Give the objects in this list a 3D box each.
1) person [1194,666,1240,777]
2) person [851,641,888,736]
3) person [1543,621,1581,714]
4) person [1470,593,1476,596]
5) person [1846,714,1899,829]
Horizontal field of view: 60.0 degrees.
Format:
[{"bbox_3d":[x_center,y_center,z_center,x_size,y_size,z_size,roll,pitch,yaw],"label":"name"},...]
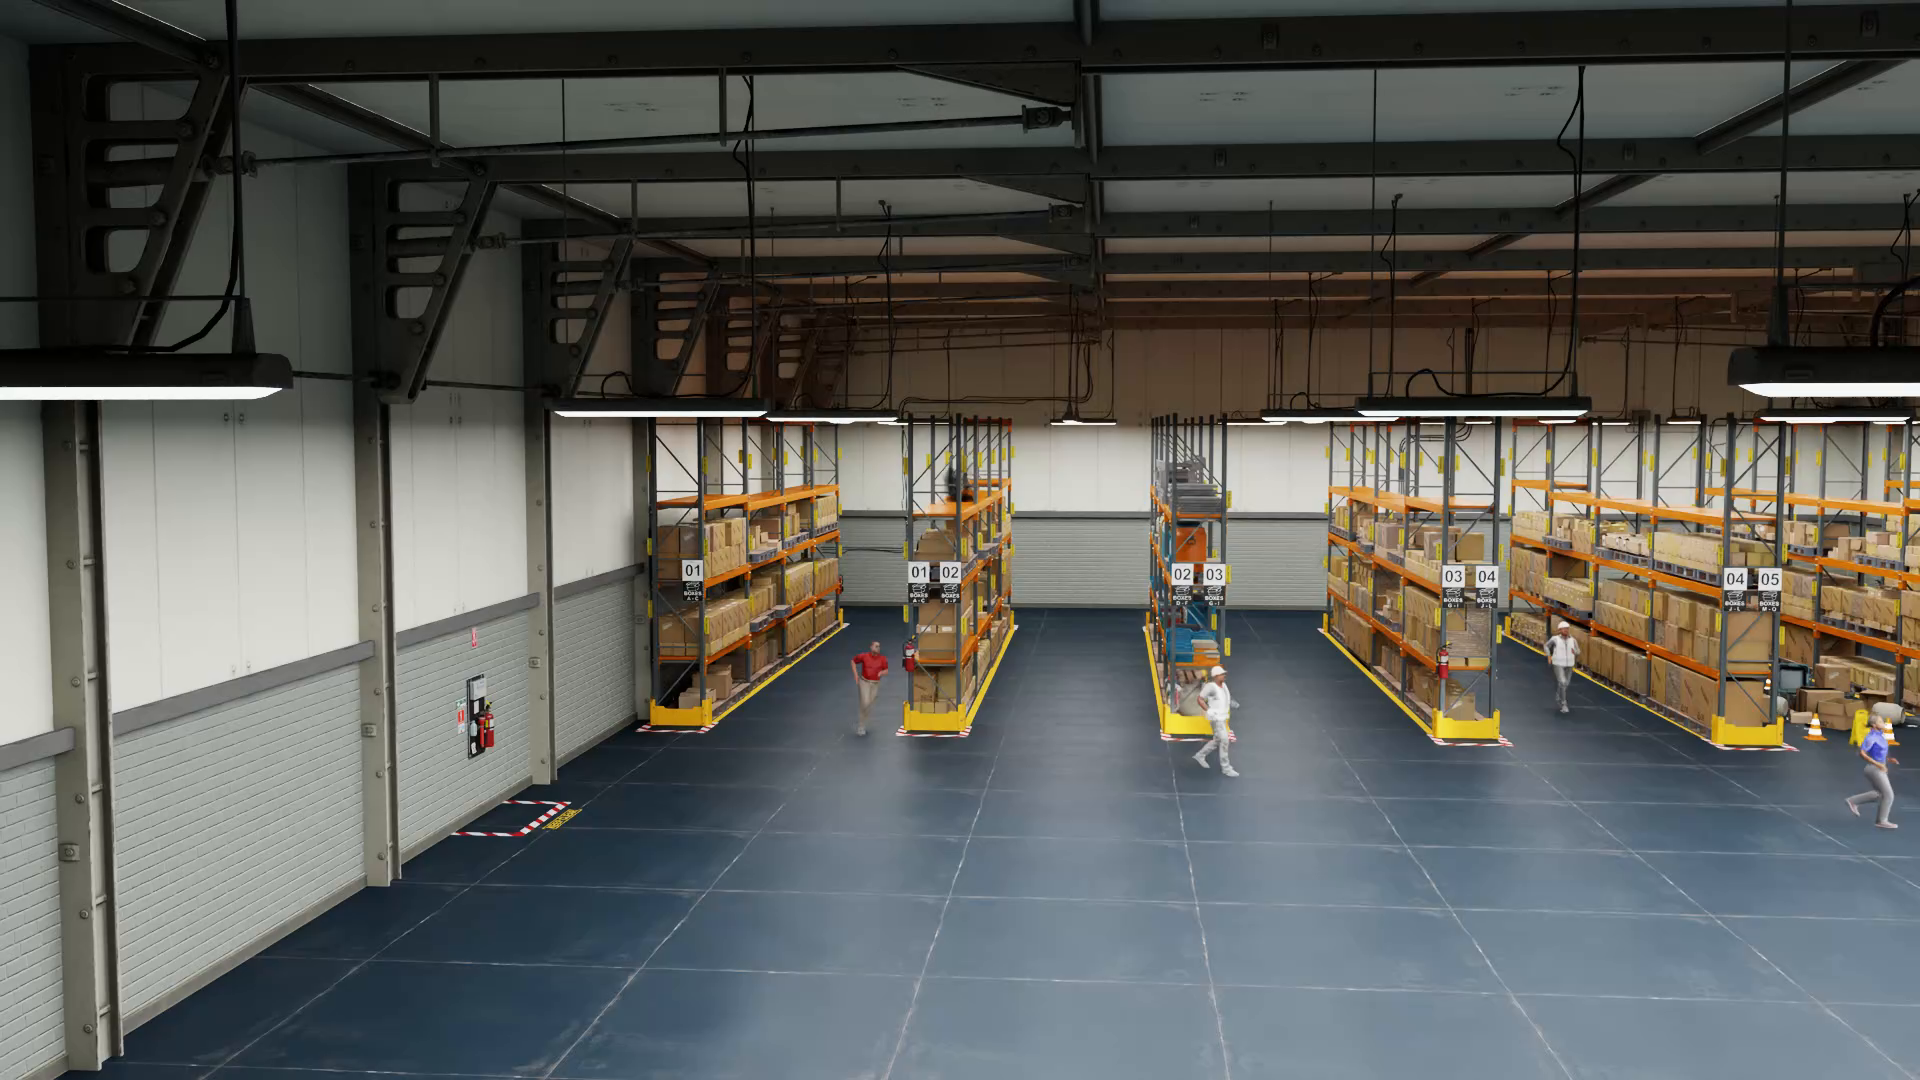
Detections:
[{"bbox_3d":[4.243,2.972,27.488,0.861,1.790,0.678,2,4,31],"label":"person"},{"bbox_3d":[-1.704,2.776,31.379,0.699,1.750,0.762,-2,4,-26],"label":"person"},{"bbox_3d":[12.236,2.554,33.735,0.641,1.809,0.868,0,4,-5],"label":"person"},{"bbox_3d":[14.700,1.770,47.288,0.543,1.536,0.543,-1,4,-11],"label":"person"},{"bbox_3d":[13.114,3.307,23.898,0.700,1.608,0.581,3,5,40],"label":"person"}]
